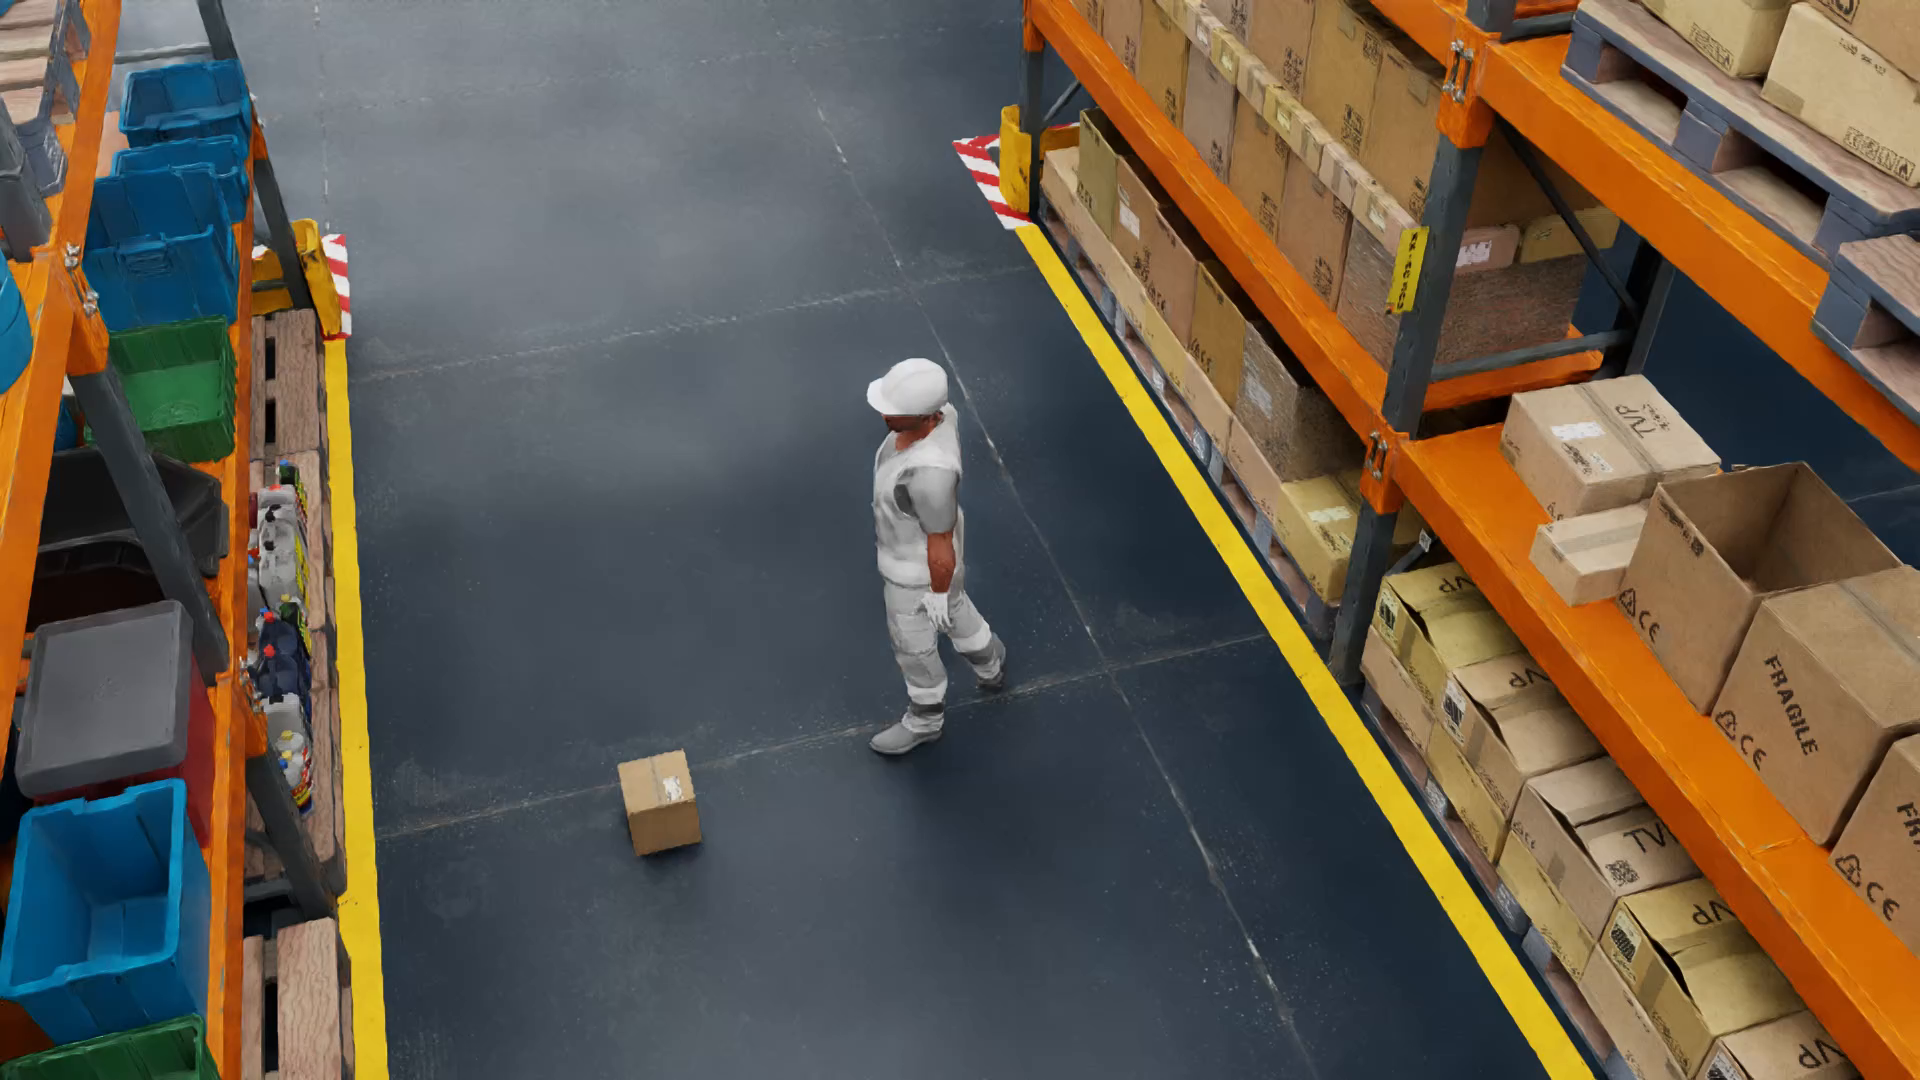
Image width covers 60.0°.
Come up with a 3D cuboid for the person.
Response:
[{"bbox_3d":[-0.077,-0.007,6.155,0.489,1.792,0.701,4,42,5],"label":"person"}]
